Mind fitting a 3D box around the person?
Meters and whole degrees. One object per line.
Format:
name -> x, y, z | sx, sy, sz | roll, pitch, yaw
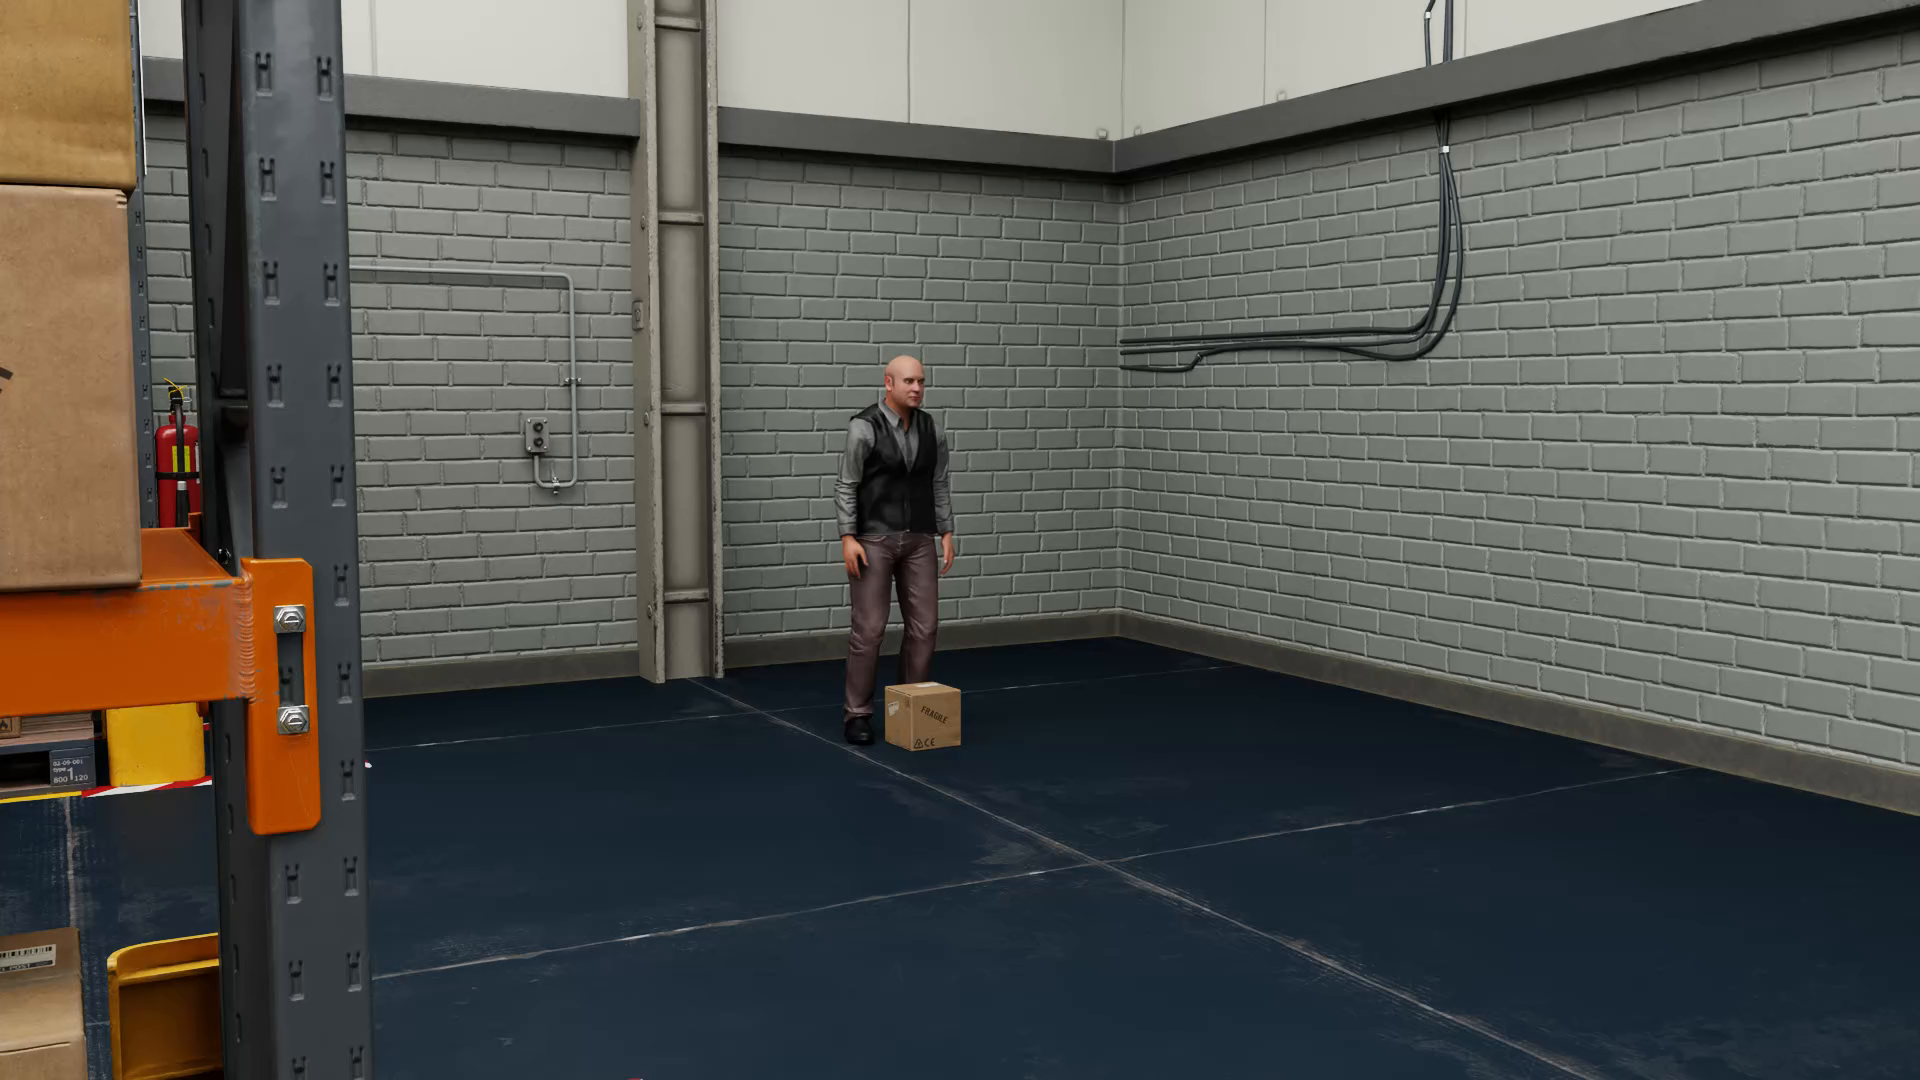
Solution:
person -> -0.288, 0.029, 7.542 | 0.589, 1.721, 0.464 | -3, 6, -31
